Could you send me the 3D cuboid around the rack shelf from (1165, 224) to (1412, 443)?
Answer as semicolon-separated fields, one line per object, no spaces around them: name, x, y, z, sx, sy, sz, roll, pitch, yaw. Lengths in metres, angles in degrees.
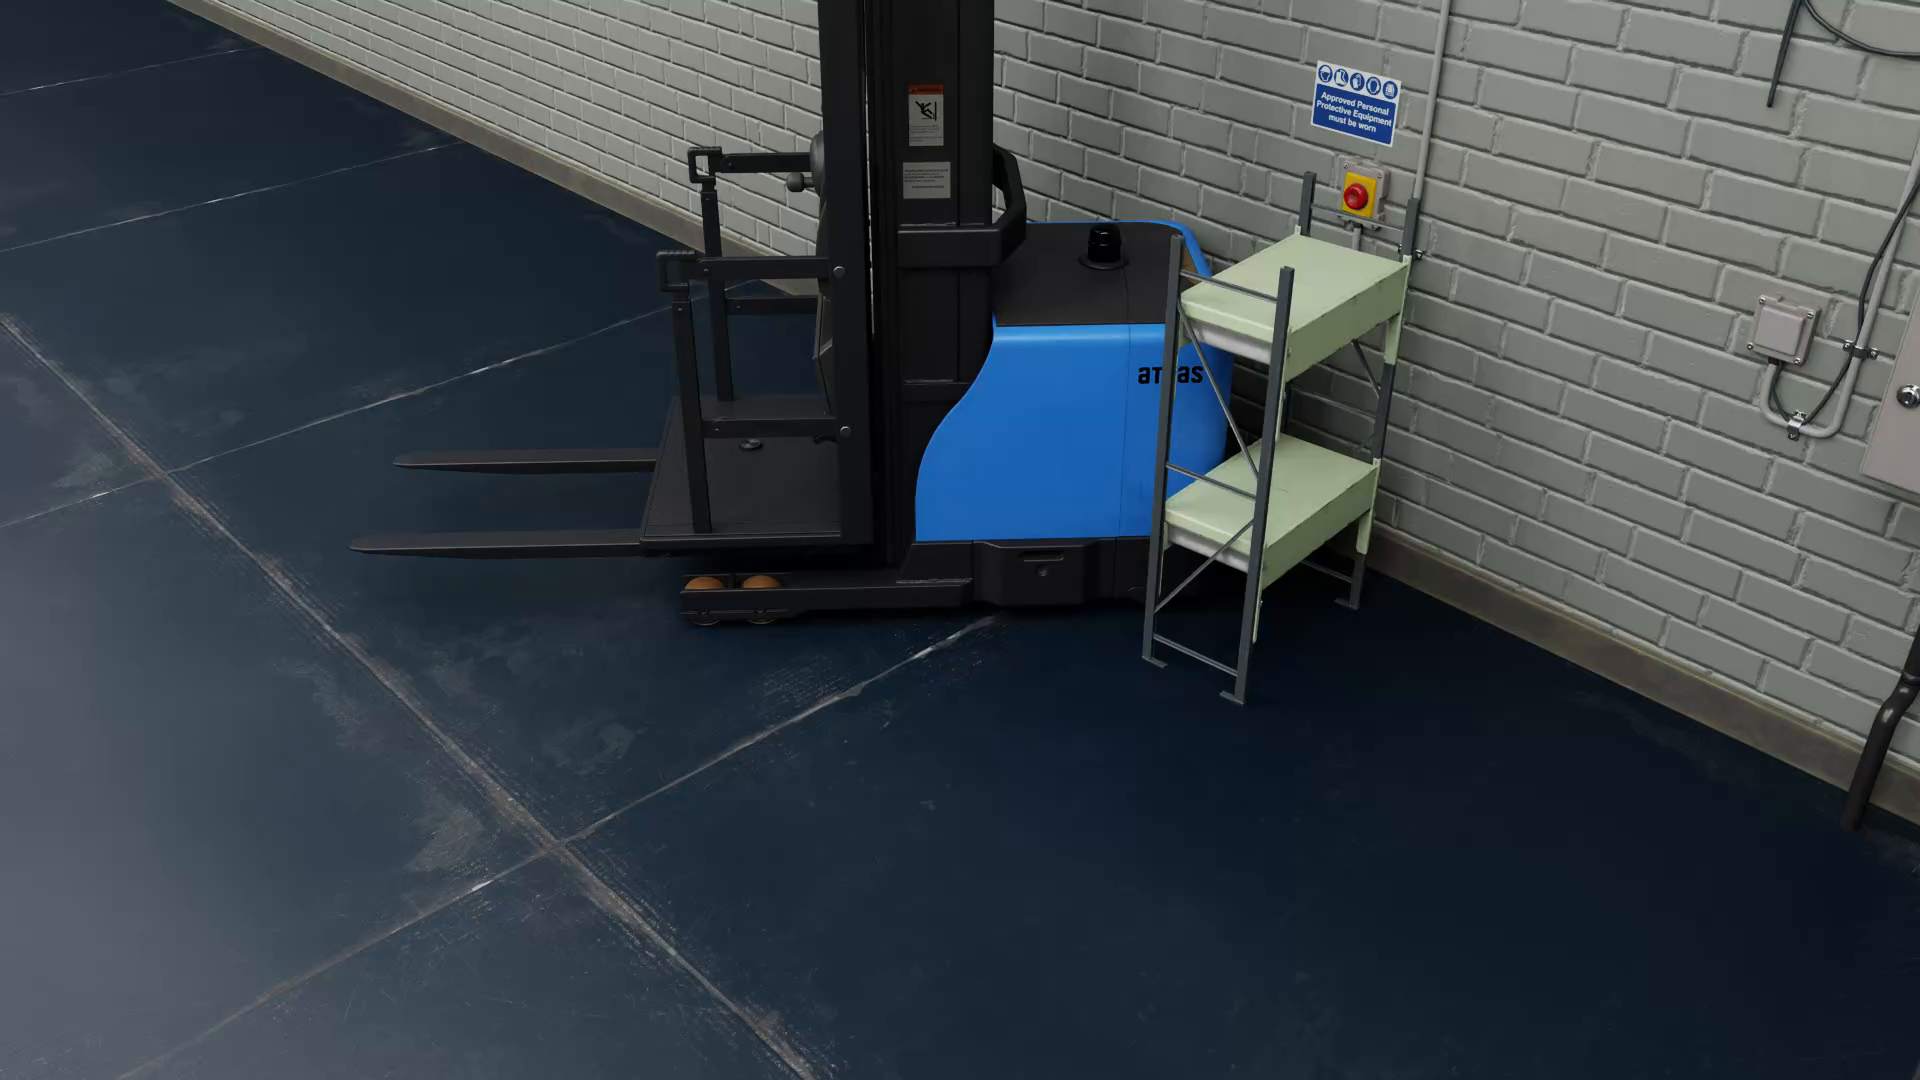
rack shelf;1.010;-0.653;5.132;0.431;0.370;0.720;24;39;34

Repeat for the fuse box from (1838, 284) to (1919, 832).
fuse box;2.605;0.127;4.402;0.414;1.711;0.539;-26;40;-35

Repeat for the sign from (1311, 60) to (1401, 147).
sign;1.296;-1.433;5.460;0.001;0.218;0.327;-26;40;-35

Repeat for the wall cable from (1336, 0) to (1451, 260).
wall cable;1.284;-1.725;5.191;0.123;1.953;0.585;-26;40;-35

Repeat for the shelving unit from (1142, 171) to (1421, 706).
shelving unit;1.010;-0.320;5.335;0.431;1.500;0.755;24;39;34

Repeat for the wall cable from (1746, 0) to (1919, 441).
wall cable;2.256;-1.173;4.319;0.122;1.984;0.588;-26;40;-35

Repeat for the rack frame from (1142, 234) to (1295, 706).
rack frame;0.770;-0.176;5.100;0.400;1.500;0.023;24;39;34

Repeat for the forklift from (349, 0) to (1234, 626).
forklift;-0.624;-1.237;5.463;3.031;2.935;1.130;-1;31;-2

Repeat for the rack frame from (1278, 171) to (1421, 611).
rack frame;1.251;-0.464;5.571;0.400;1.500;0.023;24;39;34

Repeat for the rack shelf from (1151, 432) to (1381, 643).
rack shelf;1.010;-0.042;5.505;0.431;0.370;0.720;24;39;34
